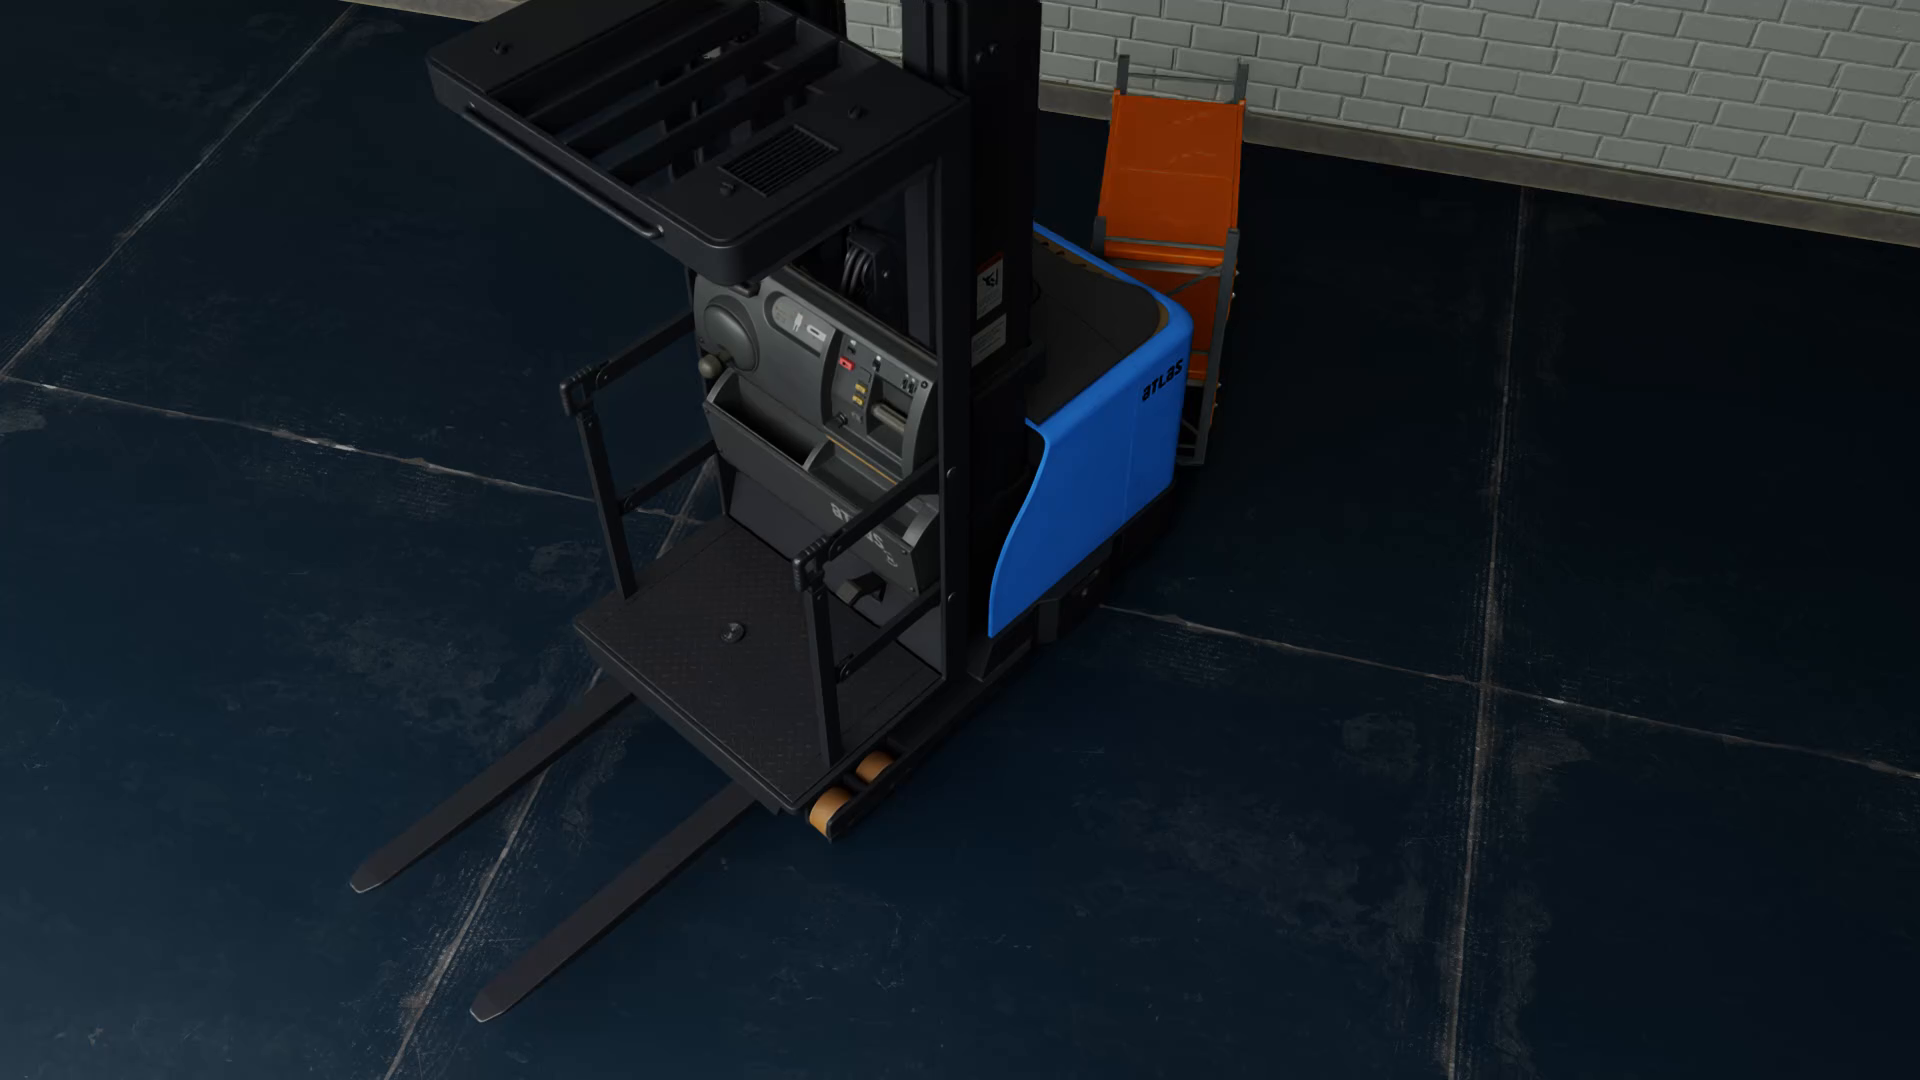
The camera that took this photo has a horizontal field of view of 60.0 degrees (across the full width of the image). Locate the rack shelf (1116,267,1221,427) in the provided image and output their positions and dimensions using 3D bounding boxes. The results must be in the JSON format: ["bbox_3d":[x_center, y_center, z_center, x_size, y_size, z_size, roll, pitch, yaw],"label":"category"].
[{"bbox_3d":[0.783,-0.922,6.640,0.538,0.278,1.000,6,49,5],"label":"rack shelf"}]

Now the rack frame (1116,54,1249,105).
[{"bbox_3d":[0.856,-1.461,6.789,0.500,1.125,0.032,6,49,5],"label":"rack frame"}]

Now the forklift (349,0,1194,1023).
[{"bbox_3d":[-0.578,-0.447,4.689,1.130,2.935,3.031,35,57,27],"label":"forklift"}]

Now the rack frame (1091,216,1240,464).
[{"bbox_3d":[0.710,-0.707,6.123,0.500,1.125,0.032,6,49,5],"label":"rack frame"}]

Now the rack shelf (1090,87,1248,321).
[{"bbox_3d":[0.783,-1.278,6.237,0.538,0.278,1.000,6,49,5],"label":"rack shelf"}]

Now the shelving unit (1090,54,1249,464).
[{"bbox_3d":[0.783,-1.084,6.456,0.538,1.125,1.048,6,49,5],"label":"shelving unit"}]
